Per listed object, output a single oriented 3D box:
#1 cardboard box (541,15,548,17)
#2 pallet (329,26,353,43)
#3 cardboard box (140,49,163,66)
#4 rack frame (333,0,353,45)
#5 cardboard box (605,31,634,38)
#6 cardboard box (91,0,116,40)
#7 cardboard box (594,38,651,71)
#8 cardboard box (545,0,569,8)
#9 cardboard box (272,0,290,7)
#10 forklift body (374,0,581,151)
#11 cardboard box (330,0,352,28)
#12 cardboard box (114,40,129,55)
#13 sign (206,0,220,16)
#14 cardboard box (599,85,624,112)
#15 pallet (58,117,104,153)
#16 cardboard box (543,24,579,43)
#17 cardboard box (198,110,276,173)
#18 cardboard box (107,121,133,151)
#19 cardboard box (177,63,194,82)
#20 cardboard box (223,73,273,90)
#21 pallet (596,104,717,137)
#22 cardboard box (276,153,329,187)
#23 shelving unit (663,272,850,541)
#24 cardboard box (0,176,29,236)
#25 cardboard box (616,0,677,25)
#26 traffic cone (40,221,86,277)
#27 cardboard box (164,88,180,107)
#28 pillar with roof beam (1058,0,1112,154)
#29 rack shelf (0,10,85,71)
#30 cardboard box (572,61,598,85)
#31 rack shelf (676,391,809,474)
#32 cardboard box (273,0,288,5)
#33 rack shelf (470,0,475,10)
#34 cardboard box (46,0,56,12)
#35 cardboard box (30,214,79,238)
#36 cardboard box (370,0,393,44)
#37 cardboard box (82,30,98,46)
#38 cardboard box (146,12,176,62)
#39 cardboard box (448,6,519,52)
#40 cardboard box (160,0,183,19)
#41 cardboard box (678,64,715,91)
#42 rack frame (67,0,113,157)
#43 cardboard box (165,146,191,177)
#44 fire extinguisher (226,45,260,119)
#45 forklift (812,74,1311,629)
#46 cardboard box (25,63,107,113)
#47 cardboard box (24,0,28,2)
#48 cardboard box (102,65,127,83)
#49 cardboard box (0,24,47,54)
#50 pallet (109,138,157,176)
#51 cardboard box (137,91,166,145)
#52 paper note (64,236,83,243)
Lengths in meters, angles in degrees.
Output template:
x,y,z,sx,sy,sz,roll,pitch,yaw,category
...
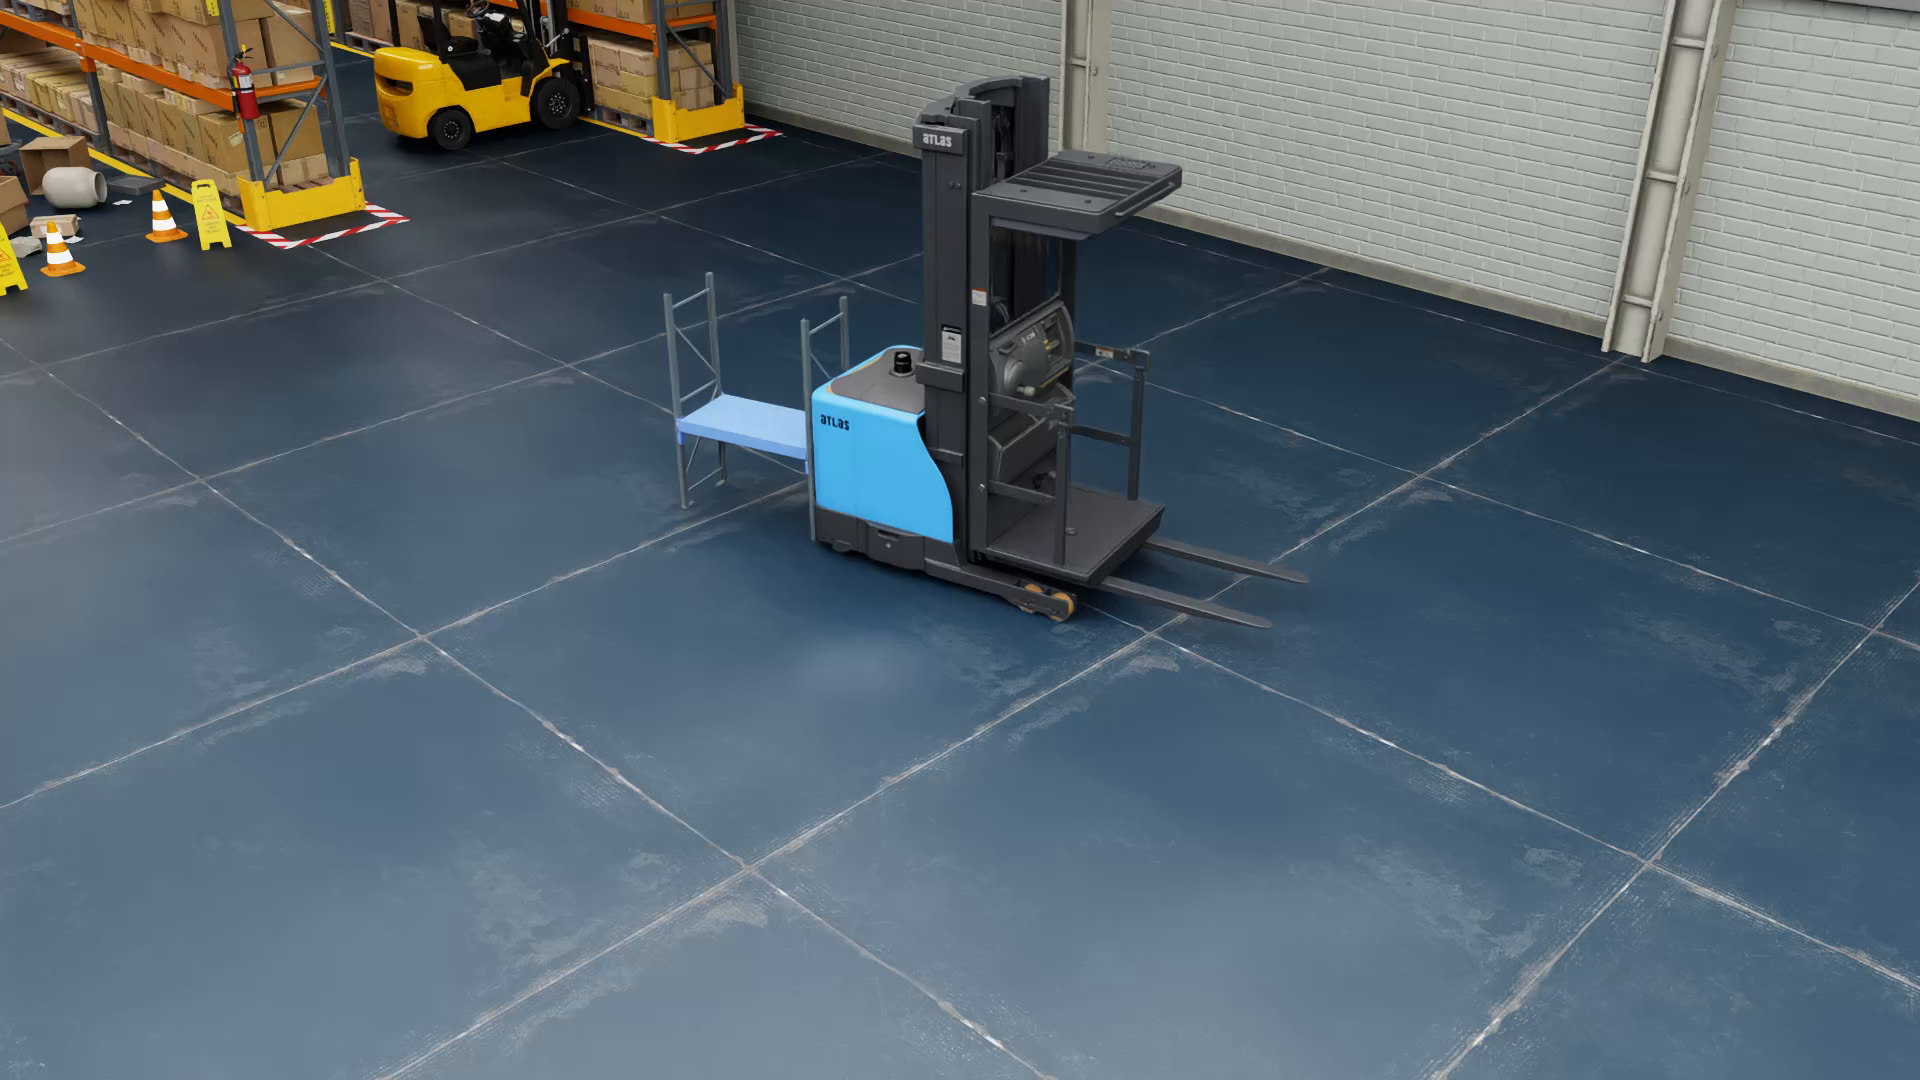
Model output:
x,y,z,sx,sy,sz,roll,pitch,yaw,category
-5.152,-6.726,21.742,0.500,0.250,0.500,24,36,38,cardboard box
-9.368,-7.899,25.539,1.213,0.211,1.003,25,36,38,pallet
-8.383,-5.109,17.507,0.250,0.149,0.380,24,36,38,cardboard box
-8.863,-8.877,24.402,0.127,3.000,1.000,25,36,38,rack frame
-4.076,-6.226,20.790,0.500,0.250,0.500,24,36,38,cardboard box
-8.995,-5.707,17.947,0.500,0.500,0.500,24,36,38,cardboard box
-4.073,-5.889,20.150,0.500,0.250,0.500,-25,36,-38,cardboard box
-4.788,-6.884,20.505,0.500,0.500,0.500,25,37,39,cardboard box
-7.150,-5.209,16.999,0.500,0.500,0.500,-24,36,-38,cardboard box
-5.789,-5.904,19.661,1.214,2.155,2.313,25,36,38,forklift body
-9.315,-8.023,25.013,0.500,0.500,0.500,-24,36,-38,cardboard box
-8.909,-5.369,18.001,0.380,0.149,0.250,-24,36,-38,cardboard box
-7.039,-5.093,15.622,0.005,0.325,0.100,25,36,38,sign
-4.063,-5.449,20.387,0.500,0.250,0.500,25,36,38,cardboard box
-10.044,-4.943,19.916,1.213,0.211,1.003,25,36,38,pallet
-5.165,-6.392,21.106,0.500,0.250,0.500,-24,36,-38,cardboard box
-7.389,-4.094,17.003,0.500,0.500,0.500,25,37,39,cardboard box
-9.256,-4.610,18.791,0.500,0.250,0.500,23,35,36,cardboard box
-7.683,-4.769,16.859,0.380,0.149,0.250,-25,36,-38,cardboard box
-7.052,-4.558,16.459,0.380,0.149,0.250,-24,36,-38,cardboard box
-3.733,-5.268,20.535,1.213,0.211,1.003,25,36,38,pallet
-7.017,-3.942,17.520,0.500,0.250,0.500,24,36,38,cardboard box
-1.286,-0.870,10.786,1.048,1.500,0.538,14,31,24,shelving unit
-9.663,-3.246,16.376,0.637,0.503,0.797,2,28,4,cardboard box
-3.693,-6.384,19.554,0.500,0.500,0.500,24,36,37,cardboard box
-8.382,-2.728,15.435,0.334,0.463,0.336,25,36,38,traffic cone
-8.062,-4.648,17.360,0.380,0.149,0.250,-23,36,-37,cardboard box
-1.762,-6.062,12.603,0.400,9.000,9.100,25,36,38,pillar with roof beam
-10.914,-6.257,20.194,4.000,0.370,1.077,25,36,38,rack shelf
-4.457,-5.841,20.594,0.500,0.250,0.500,24,36,37,cardboard box
-1.286,-0.710,10.869,1.000,0.185,0.538,14,31,24,rack shelf
-10.423,-8.523,25.964,0.500,0.500,0.500,23,35,37,cardboard box
-7.436,-7.906,23.329,4.000,0.370,1.077,25,36,38,rack shelf
-10.224,-6.166,19.066,0.250,0.149,0.380,23,36,37,cardboard box
-8.986,-3.113,16.505,0.380,0.149,0.250,-7,29,-14,cardboard box
-7.956,-7.593,24.061,0.875,0.625,0.625,-24,36,-38,cardboard box
-9.488,-5.603,18.446,0.250,0.149,0.380,24,36,38,cardboard box
-7.924,-5.209,17.000,0.500,0.500,0.500,24,36,38,cardboard box
-6.390,-6.873,22.692,0.875,0.625,0.625,-23,36,-37,cardboard box
-7.508,-5.498,16.476,0.700,0.500,0.500,-25,37,-39,cardboard box
-3.348,-5.679,20.287,0.500,0.250,0.500,-25,36,-38,cardboard box
-9.488,-5.923,18.785,0.127,3.000,1.000,25,36,38,rack frame
-8.141,-4.102,17.825,0.500,0.250,0.500,23,35,37,cardboard box
-6.877,-4.394,15.959,0.183,0.674,0.296,25,36,38,fire extinguisher
0.603,-1.099,9.684,3.031,2.935,1.130,16,31,27,forklift
-10.875,-5.576,20.497,0.950,0.372,0.625,-24,36,-38,cardboard box
-10.765,-6.412,19.533,0.250,0.149,0.380,25,36,38,cardboard box
-9.209,-5.168,18.350,0.380,0.149,0.250,-25,36,-38,cardboard box
-12.774,-6.727,22.145,0.875,0.875,0.875,24,36,38,cardboard box
-8.984,-4.482,19.040,1.213,0.211,1.003,25,36,38,pallet
-8.498,-4.601,17.969,0.500,0.500,0.500,-23,35,-37,cardboard box
-8.705,-2.952,16.324,0.142,0.019,0.148,12,30,22,paper note
